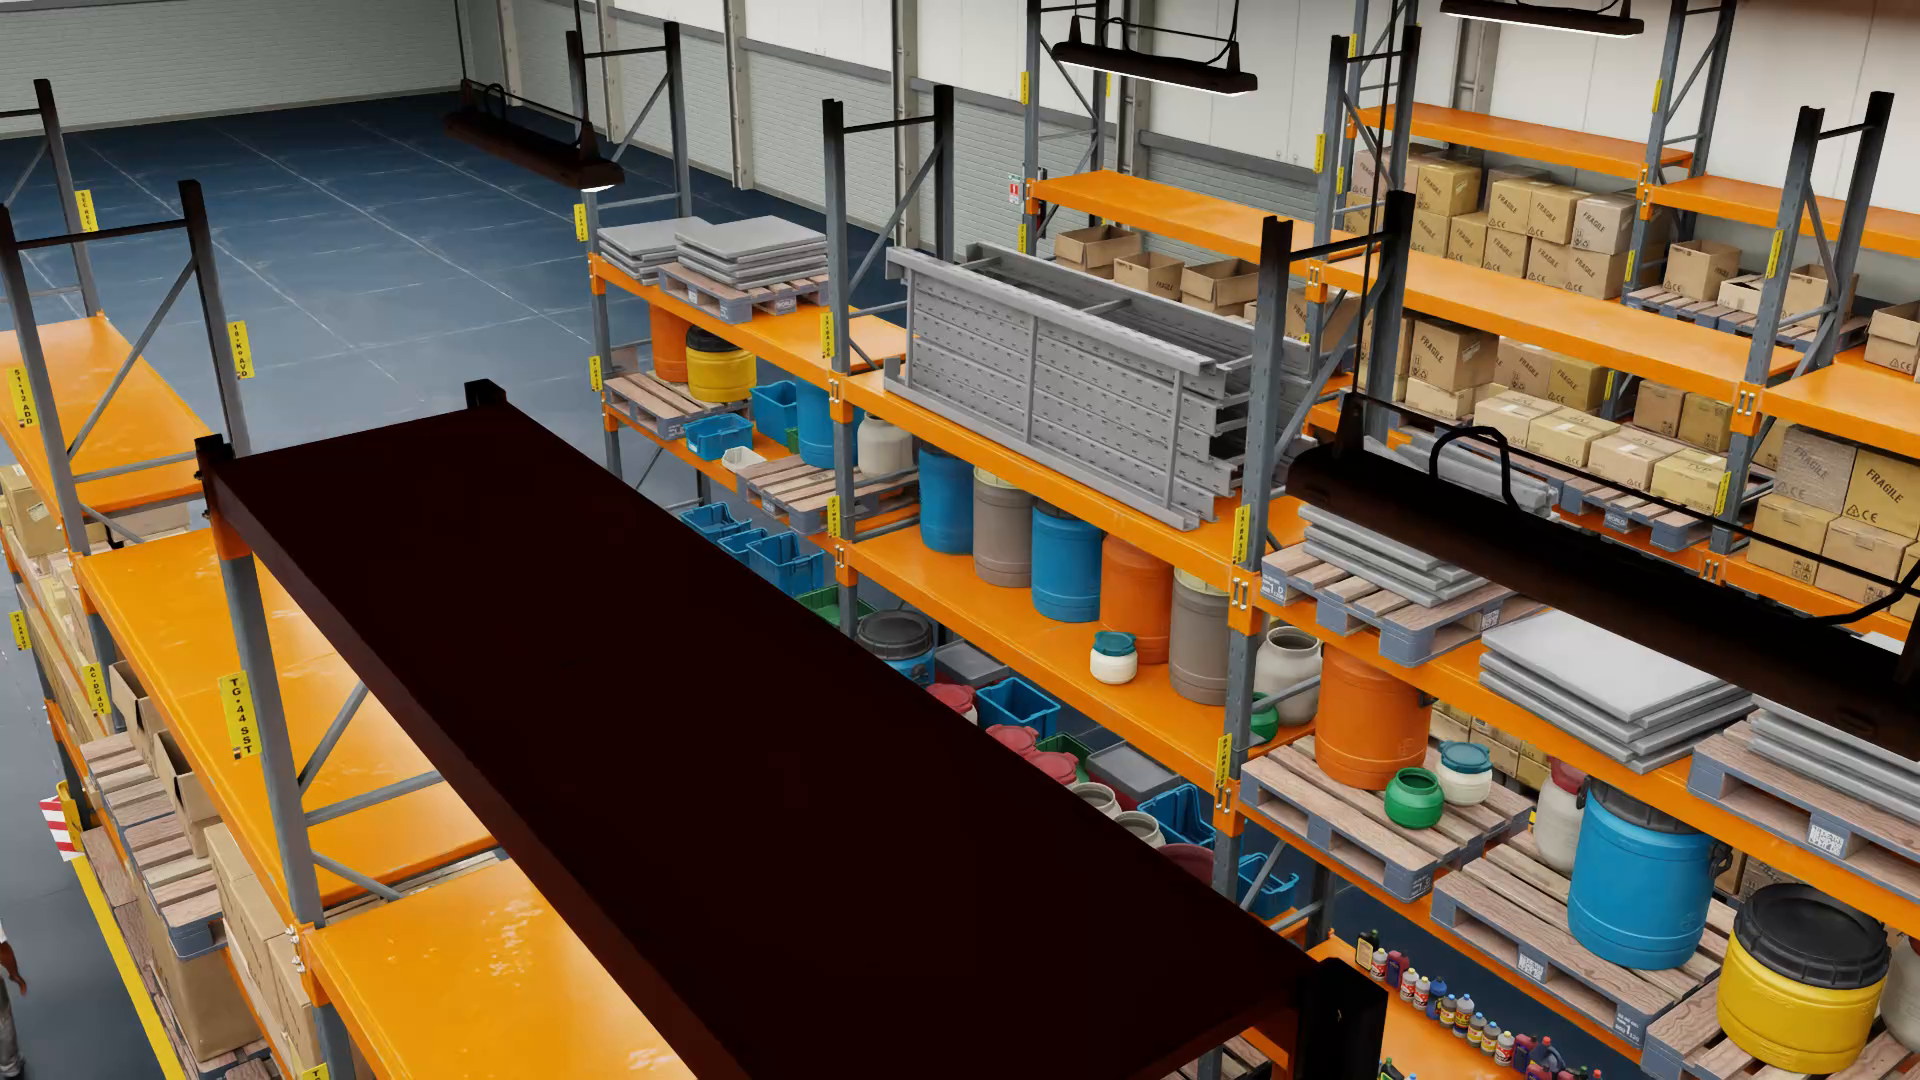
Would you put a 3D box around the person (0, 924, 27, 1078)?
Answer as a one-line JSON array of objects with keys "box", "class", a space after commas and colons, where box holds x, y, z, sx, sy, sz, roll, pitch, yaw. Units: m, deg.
[{"box": [-6.411, 2.846, 10.745, 0.642, 1.792, 0.639, -12, 27, -24], "class": "person"}]
